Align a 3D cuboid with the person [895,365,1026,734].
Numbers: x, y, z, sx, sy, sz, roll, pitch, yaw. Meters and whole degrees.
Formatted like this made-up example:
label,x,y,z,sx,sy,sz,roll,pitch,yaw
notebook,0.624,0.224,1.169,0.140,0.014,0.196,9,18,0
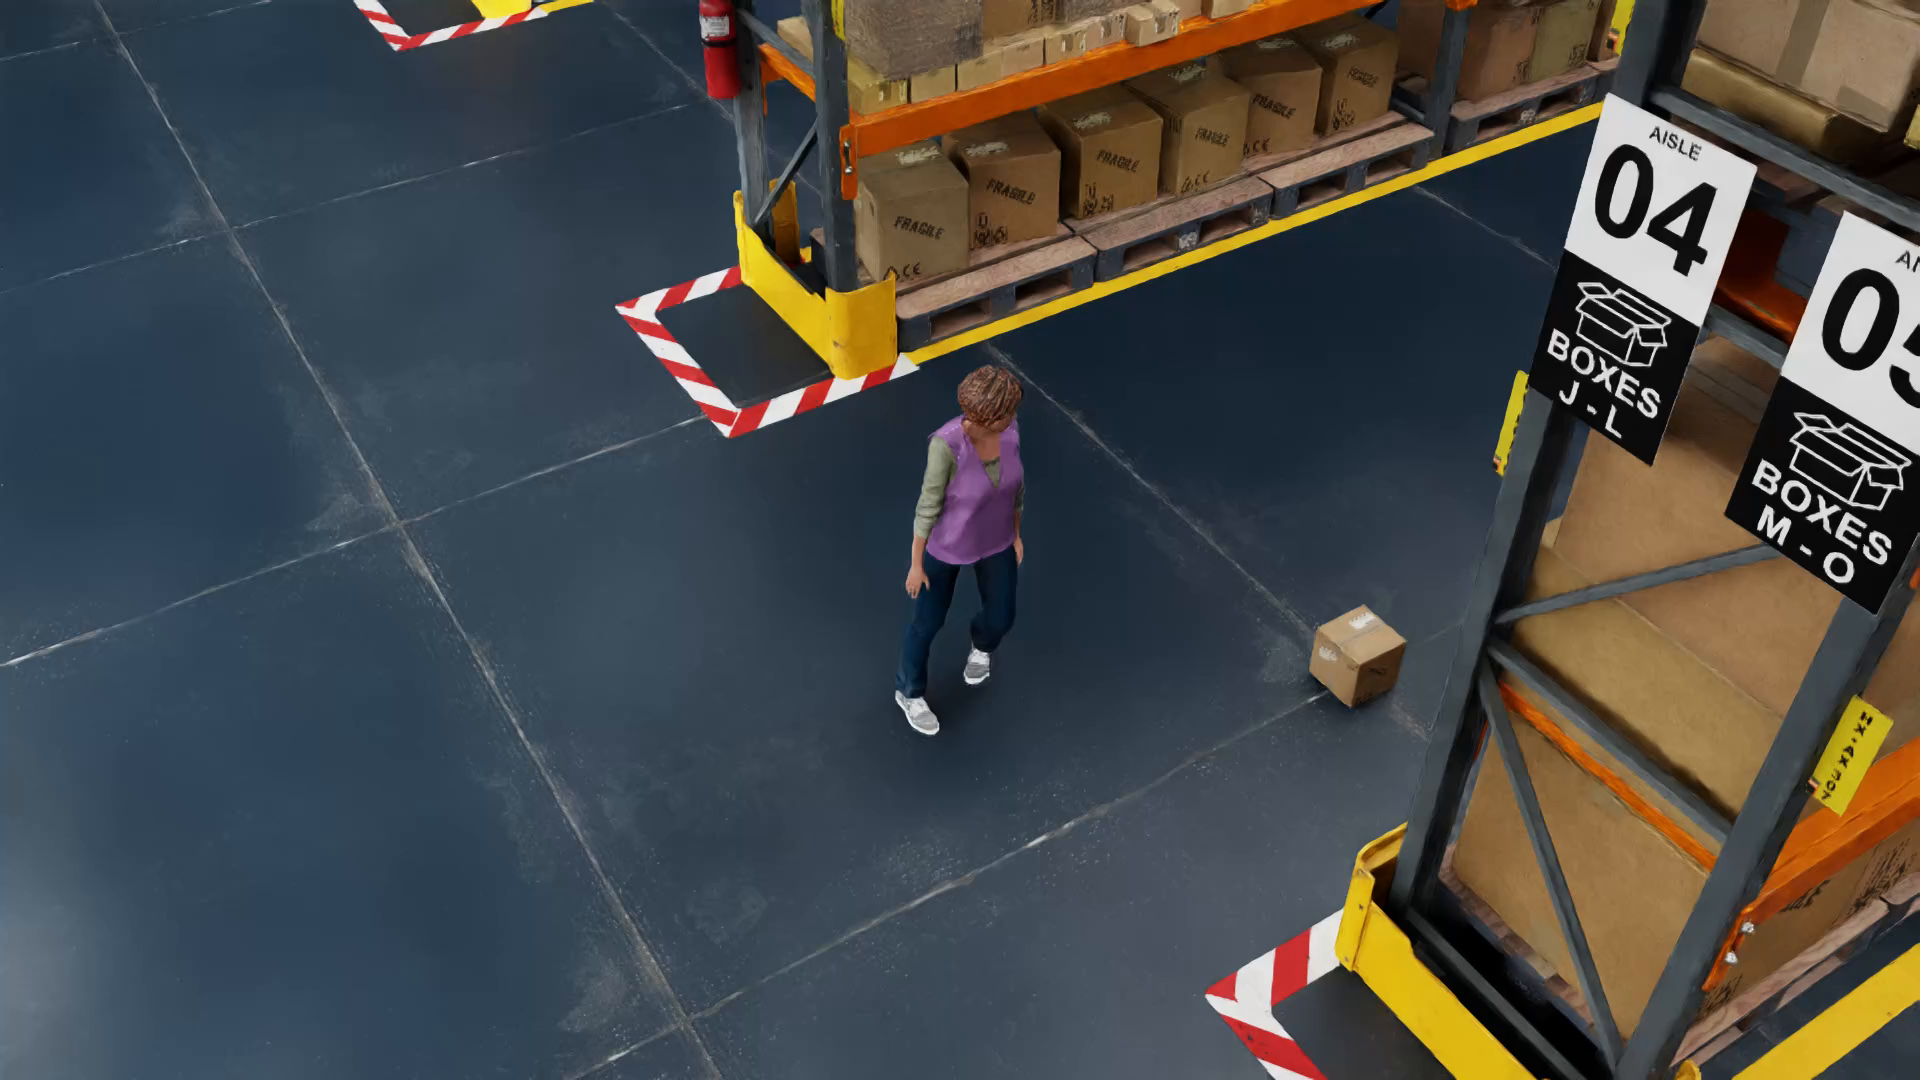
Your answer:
label,x,y,z,sx,sy,sz,roll,pitch,yaw
person,0.002,0.018,6.152,0.526,1.582,0.372,-17,44,-18
